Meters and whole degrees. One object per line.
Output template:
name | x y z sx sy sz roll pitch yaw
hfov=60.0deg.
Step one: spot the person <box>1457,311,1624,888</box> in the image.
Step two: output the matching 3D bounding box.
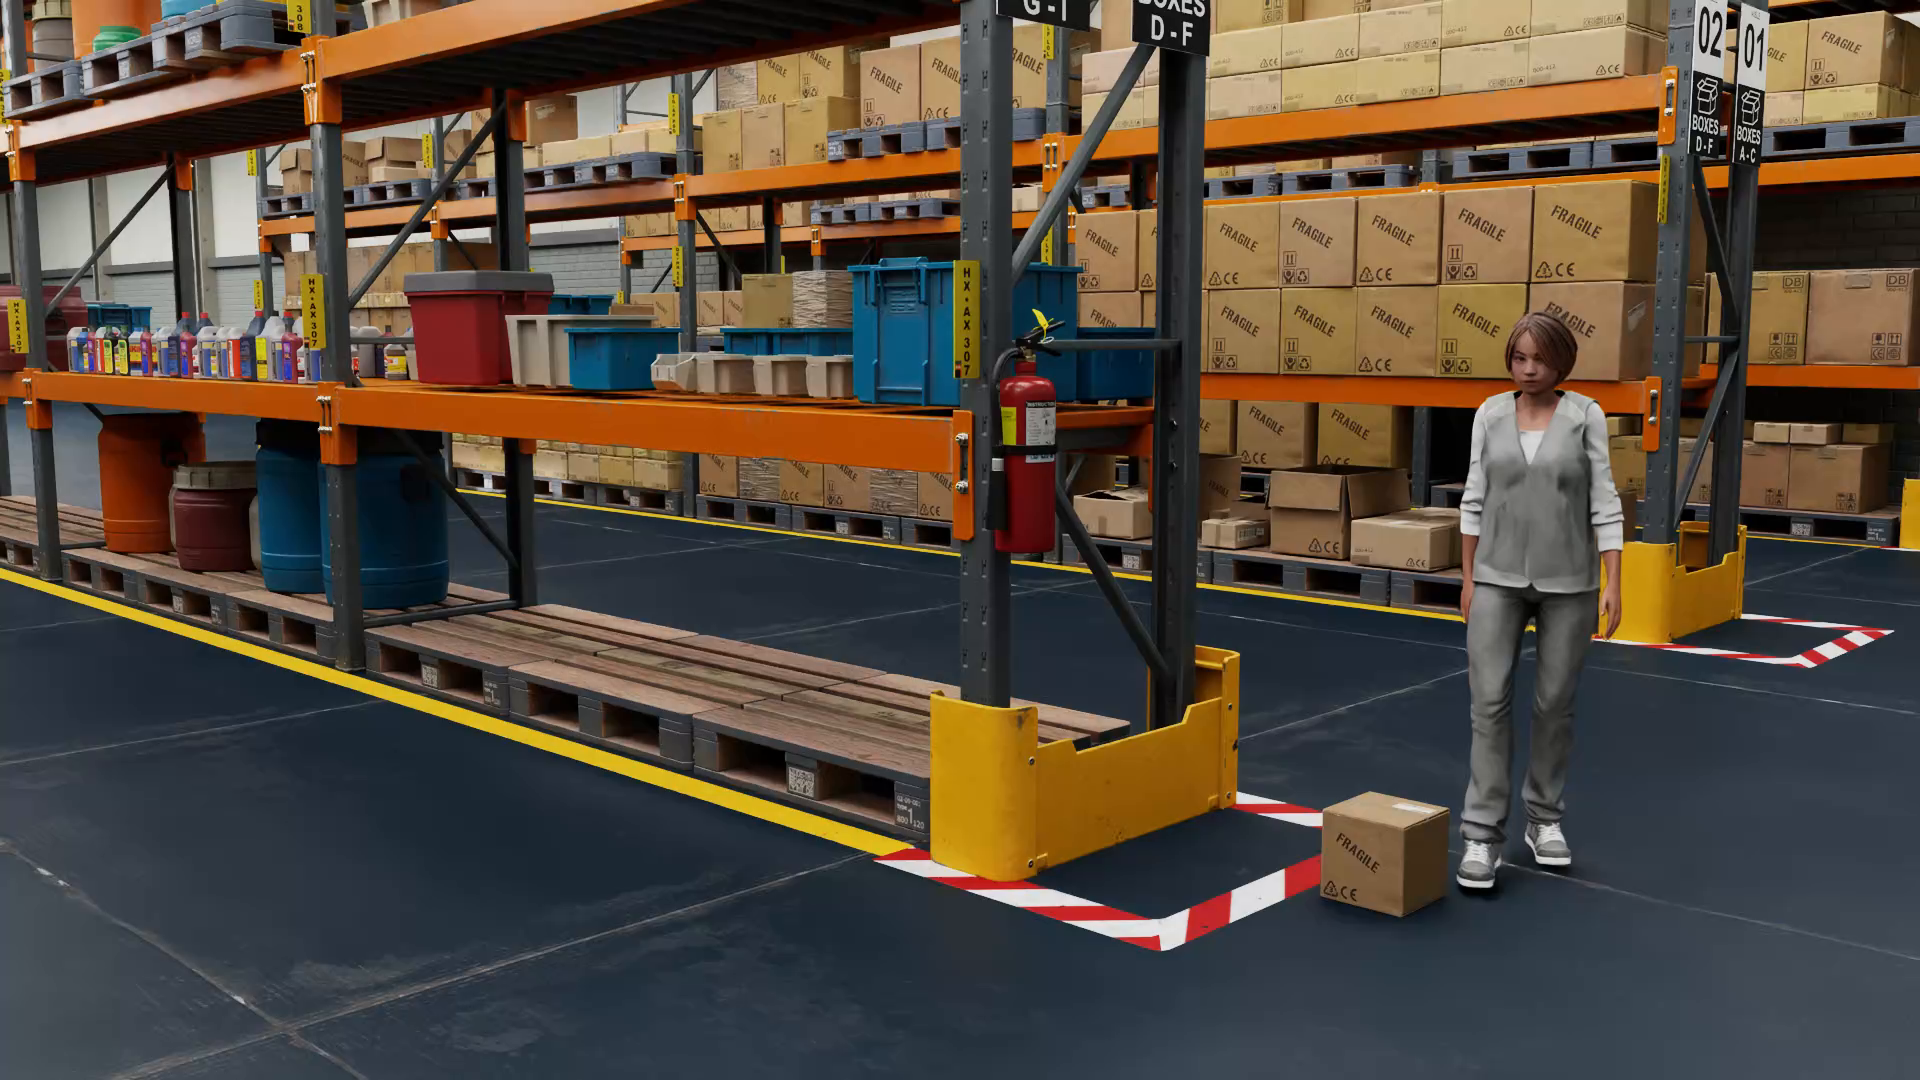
person | 1.622 0.158 4.690 0.457 1.593 0.577 3 8 23
